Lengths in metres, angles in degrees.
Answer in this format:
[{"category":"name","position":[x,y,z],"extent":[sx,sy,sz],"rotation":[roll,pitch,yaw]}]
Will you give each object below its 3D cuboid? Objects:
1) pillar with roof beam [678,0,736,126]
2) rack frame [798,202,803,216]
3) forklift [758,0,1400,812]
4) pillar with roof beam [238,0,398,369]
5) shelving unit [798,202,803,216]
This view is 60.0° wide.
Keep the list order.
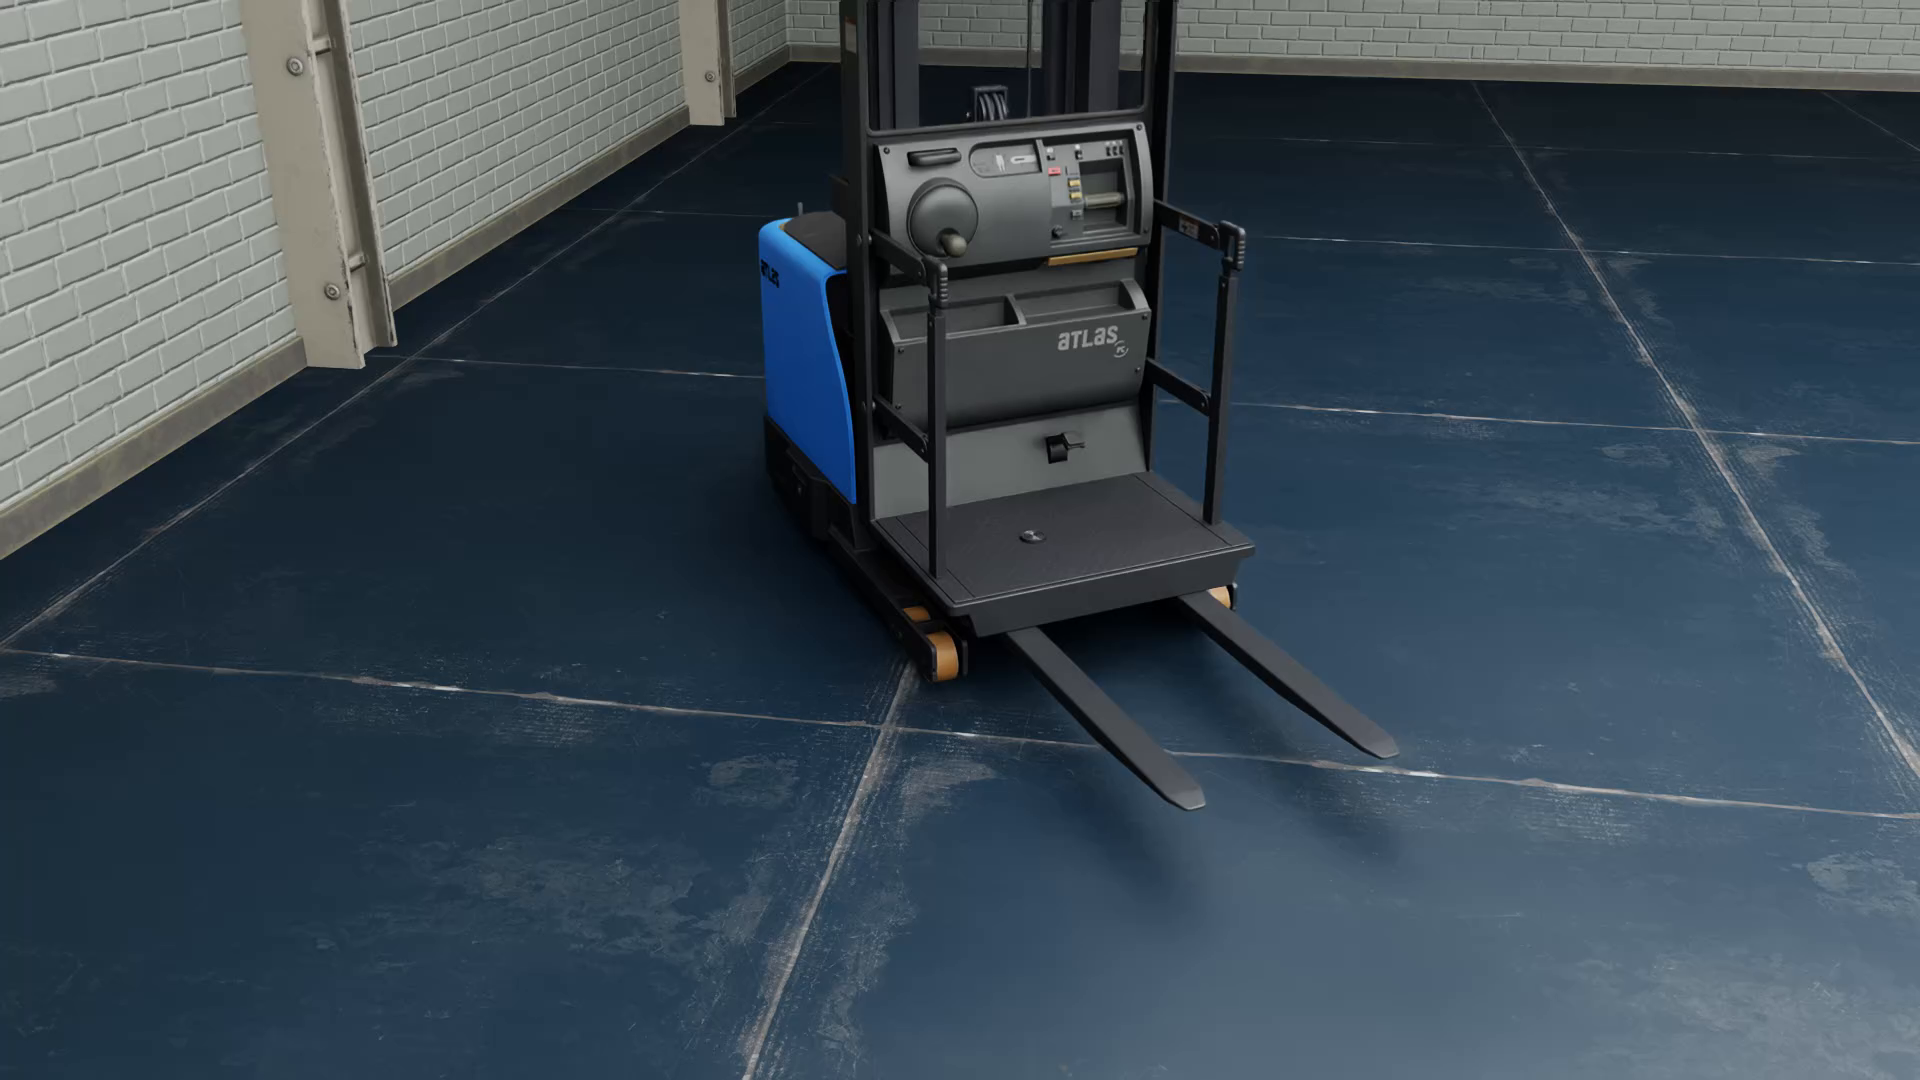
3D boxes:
[{"category":"pillar with roof beam","position":[2.219,-7.203,11.024],"extent":[9.100,9.000,0.400],"rotation":[4,25,9]},{"category":"rack frame","position":[-0.558,-0.891,6.916],"extent":[0.200,1.050,0.008],"rotation":[-11,27,-21]},{"category":"forklift","position":[0.276,-1.079,5.098],"extent":[1.130,2.935,3.031],"rotation":[-11,27,-21]},{"category":"pillar with roof beam","position":[1.238,-4.694,5.663],"extent":[9.100,9.000,0.400],"rotation":[4,25,9]},{"category":"shelving unit","position":[-0.509,-0.844,6.815],"extent":[0.215,1.050,0.252],"rotation":[-11,27,-21]}]
